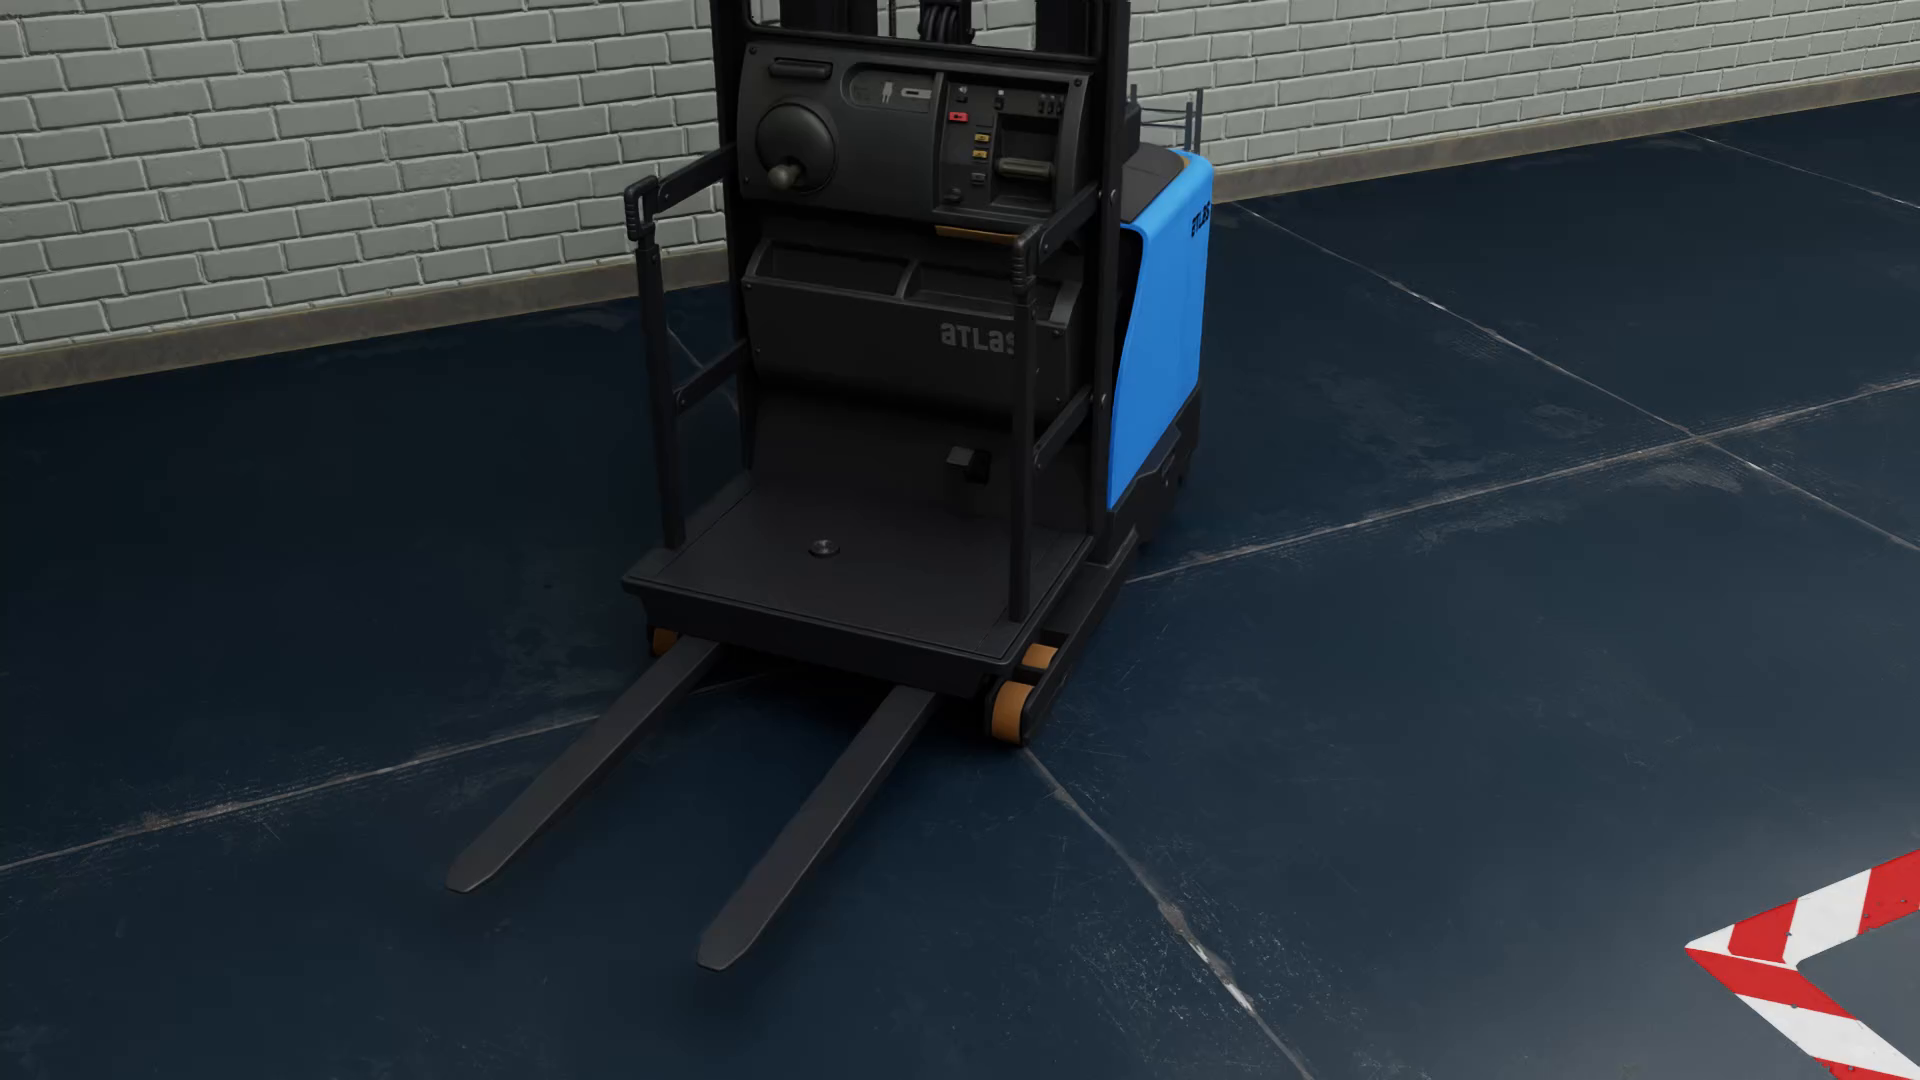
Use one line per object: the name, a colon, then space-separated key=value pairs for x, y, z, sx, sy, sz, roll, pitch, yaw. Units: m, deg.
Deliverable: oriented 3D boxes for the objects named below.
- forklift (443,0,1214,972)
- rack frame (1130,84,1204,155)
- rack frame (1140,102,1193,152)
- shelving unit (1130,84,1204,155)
forklift: x=-0.212 y=-0.981 z=4.003 sx=1.130 sy=2.935 sz=3.031 roll=11 pitch=31 yaw=19
rack frame: x=0.686 y=-0.961 z=5.733 sx=0.240 sy=1.200 sz=0.006 roll=8 pitch=30 yaw=16
rack frame: x=0.632 y=-0.876 z=5.581 sx=0.240 sy=1.200 sz=0.006 roll=8 pitch=30 yaw=16
shelving unit: x=0.659 y=-0.919 z=5.657 sx=0.258 sy=1.200 sz=0.189 roll=8 pitch=30 yaw=16
